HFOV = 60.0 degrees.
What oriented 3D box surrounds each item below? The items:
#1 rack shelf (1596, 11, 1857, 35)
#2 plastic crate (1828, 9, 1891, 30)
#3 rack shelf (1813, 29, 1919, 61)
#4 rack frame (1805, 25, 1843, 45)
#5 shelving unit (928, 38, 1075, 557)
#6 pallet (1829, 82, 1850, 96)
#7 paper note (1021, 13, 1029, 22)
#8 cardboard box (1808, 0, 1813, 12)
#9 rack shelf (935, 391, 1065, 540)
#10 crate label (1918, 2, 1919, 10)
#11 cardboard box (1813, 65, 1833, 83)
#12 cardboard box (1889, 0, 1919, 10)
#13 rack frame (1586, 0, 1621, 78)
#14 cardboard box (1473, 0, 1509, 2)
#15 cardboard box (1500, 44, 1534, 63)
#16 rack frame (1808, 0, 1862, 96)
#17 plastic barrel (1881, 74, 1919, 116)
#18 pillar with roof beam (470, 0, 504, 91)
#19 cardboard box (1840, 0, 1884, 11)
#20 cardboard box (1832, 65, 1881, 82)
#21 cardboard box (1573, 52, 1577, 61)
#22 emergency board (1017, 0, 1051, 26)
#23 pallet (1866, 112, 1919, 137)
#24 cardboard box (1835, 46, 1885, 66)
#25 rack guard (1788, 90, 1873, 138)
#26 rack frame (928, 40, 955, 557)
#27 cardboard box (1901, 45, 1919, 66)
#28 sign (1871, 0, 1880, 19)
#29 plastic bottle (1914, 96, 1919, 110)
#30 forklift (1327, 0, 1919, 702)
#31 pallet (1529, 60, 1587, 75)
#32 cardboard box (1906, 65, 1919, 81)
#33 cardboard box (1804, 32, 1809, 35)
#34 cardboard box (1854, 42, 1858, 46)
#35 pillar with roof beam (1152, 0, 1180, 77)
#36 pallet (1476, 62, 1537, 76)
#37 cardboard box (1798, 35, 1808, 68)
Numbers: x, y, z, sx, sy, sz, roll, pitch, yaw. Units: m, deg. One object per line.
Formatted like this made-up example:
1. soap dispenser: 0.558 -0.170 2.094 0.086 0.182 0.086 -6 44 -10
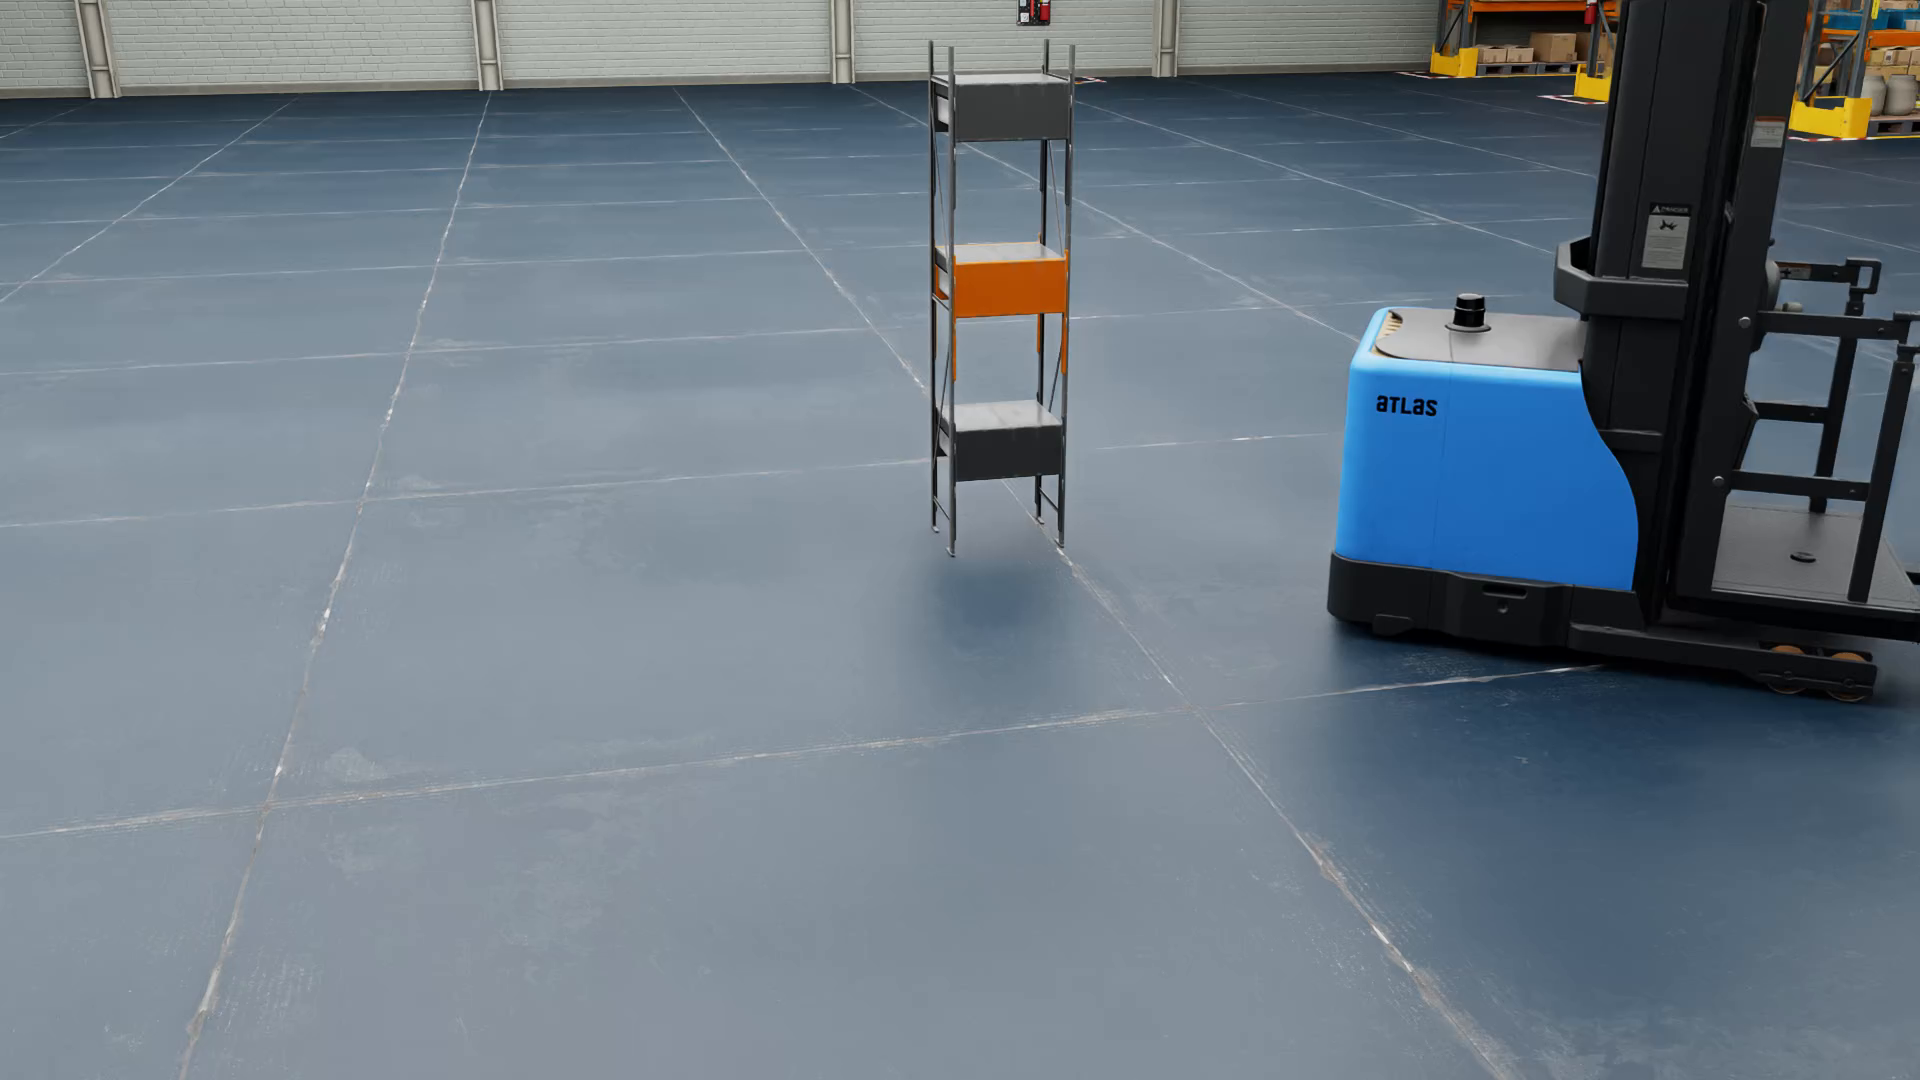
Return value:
1. rack shelf: 12.212 -8.262 26.553 4.000 0.370 1.077 -5 21 -12
2. plastic crate: 11.820 -6.853 21.877 0.616 0.251 0.499 -5 21 -12
3. rack shelf: 13.349 -6.603 22.026 4.000 0.370 1.077 -5 21 -12
4. rack frame: 16.908 -10.732 32.251 0.127 3.000 1.000 -5 21 -12
5. shelving unit: 0.161 -0.999 6.989 0.503 2.100 0.431 -5 21 -12
6. pallet: 14.867 -7.520 27.536 1.213 0.211 1.003 -5 21 -12
7. paper note: 1.164 -9.382 29.845 0.142 0.148 0.016 -5 21 -12
8. cardboard box: 13.217 -8.723 26.622 0.500 0.500 0.700 -5 21 -13
9. rack shelf: 0.161 -0.329 7.235 0.480 0.518 0.431 -5 21 -12
10. crate label: 13.131 -7.035 22.108 0.616 0.435 0.502 -5 21 -12
11. cardboard box: 13.758 -7.554 26.962 0.500 0.250 0.500 -5 21 -12
12. cardboard box: 15.423 -8.902 27.109 0.500 0.500 0.500 -3 20 -9
13. rack frame: 10.266 -8.441 25.997 0.127 3.000 1.000 -5 21 -12
14. cardboard box: 9.670 -9.970 30.360 0.500 0.250 0.500 -5 21 -14
15. cardboard box: 10.371 -9.113 31.100 0.500 0.311 0.500 -3 20 -8
16. rack frame: 14.159 -8.758 26.861 0.127 3.000 1.000 -5 21 -12
17. plastic barrel: 12.513 -5.929 22.146 0.421 0.512 0.421 0 20 0
18. pillar with roof beam: -6.922 -10.395 22.609 0.400 9.000 9.100 -5 21 -12
19. cardboard box: 14.628 -8.741 27.033 0.500 0.250 0.500 -3 20 -9
20. cardboard box: 14.608 -7.613 27.123 0.500 0.250 0.500 -5 21 -14
21. cardboard box: 11.454 -9.164 31.474 0.250 0.149 0.380 -6 21 -17
22. emergency board: 1.352 -9.786 29.669 0.643 1.169 0.194 -5 21 -12
23. pallet: 12.257 -5.558 22.179 1.213 0.211 1.003 -5 21 -12
24. cardboard box: 14.618 -7.876 27.027 0.500 0.311 0.500 -5 21 -12
25. rack guard: 11.465 -5.631 21.959 0.348 0.500 1.175 -5 21 -12
26. rack frame: -0.076 -0.980 6.936 0.015 2.100 0.400 -5 21 -12
27. cardboard box: 15.610 -7.956 27.243 0.500 0.311 0.500 -5 21 -14
28. sign: 11.525 -6.728 20.918 0.005 0.325 0.100 -5 21 -12
29. plastic bottle: 13.089 -5.967 22.673 0.097 0.201 0.097 0 20 0
30. forklift: 2.981 -1.020 5.838 3.031 2.935 1.130 7 21 17
31. pallet: 11.180 -8.943 31.422 1.213 0.211 1.003 -5 21 -12
32. cardboard box: 15.609 -7.695 27.346 0.500 0.250 0.500 -5 21 -14
33. cardboard box: 13.635 -8.084 27.319 0.500 0.500 0.500 -5 21 -12
34. cardboard box: 14.992 -8.098 27.633 0.500 0.311 0.500 -4 21 -11
35. pillar with roof beam: 4.756 -11.345 25.202 0.400 9.000 9.100 -5 21 -12
36. pallet: 9.995 -8.848 31.162 1.213 0.211 1.003 -5 21 -12
37. cardboard box: 13.268 -7.870 26.735 0.500 0.500 0.500 -5 21 -12
